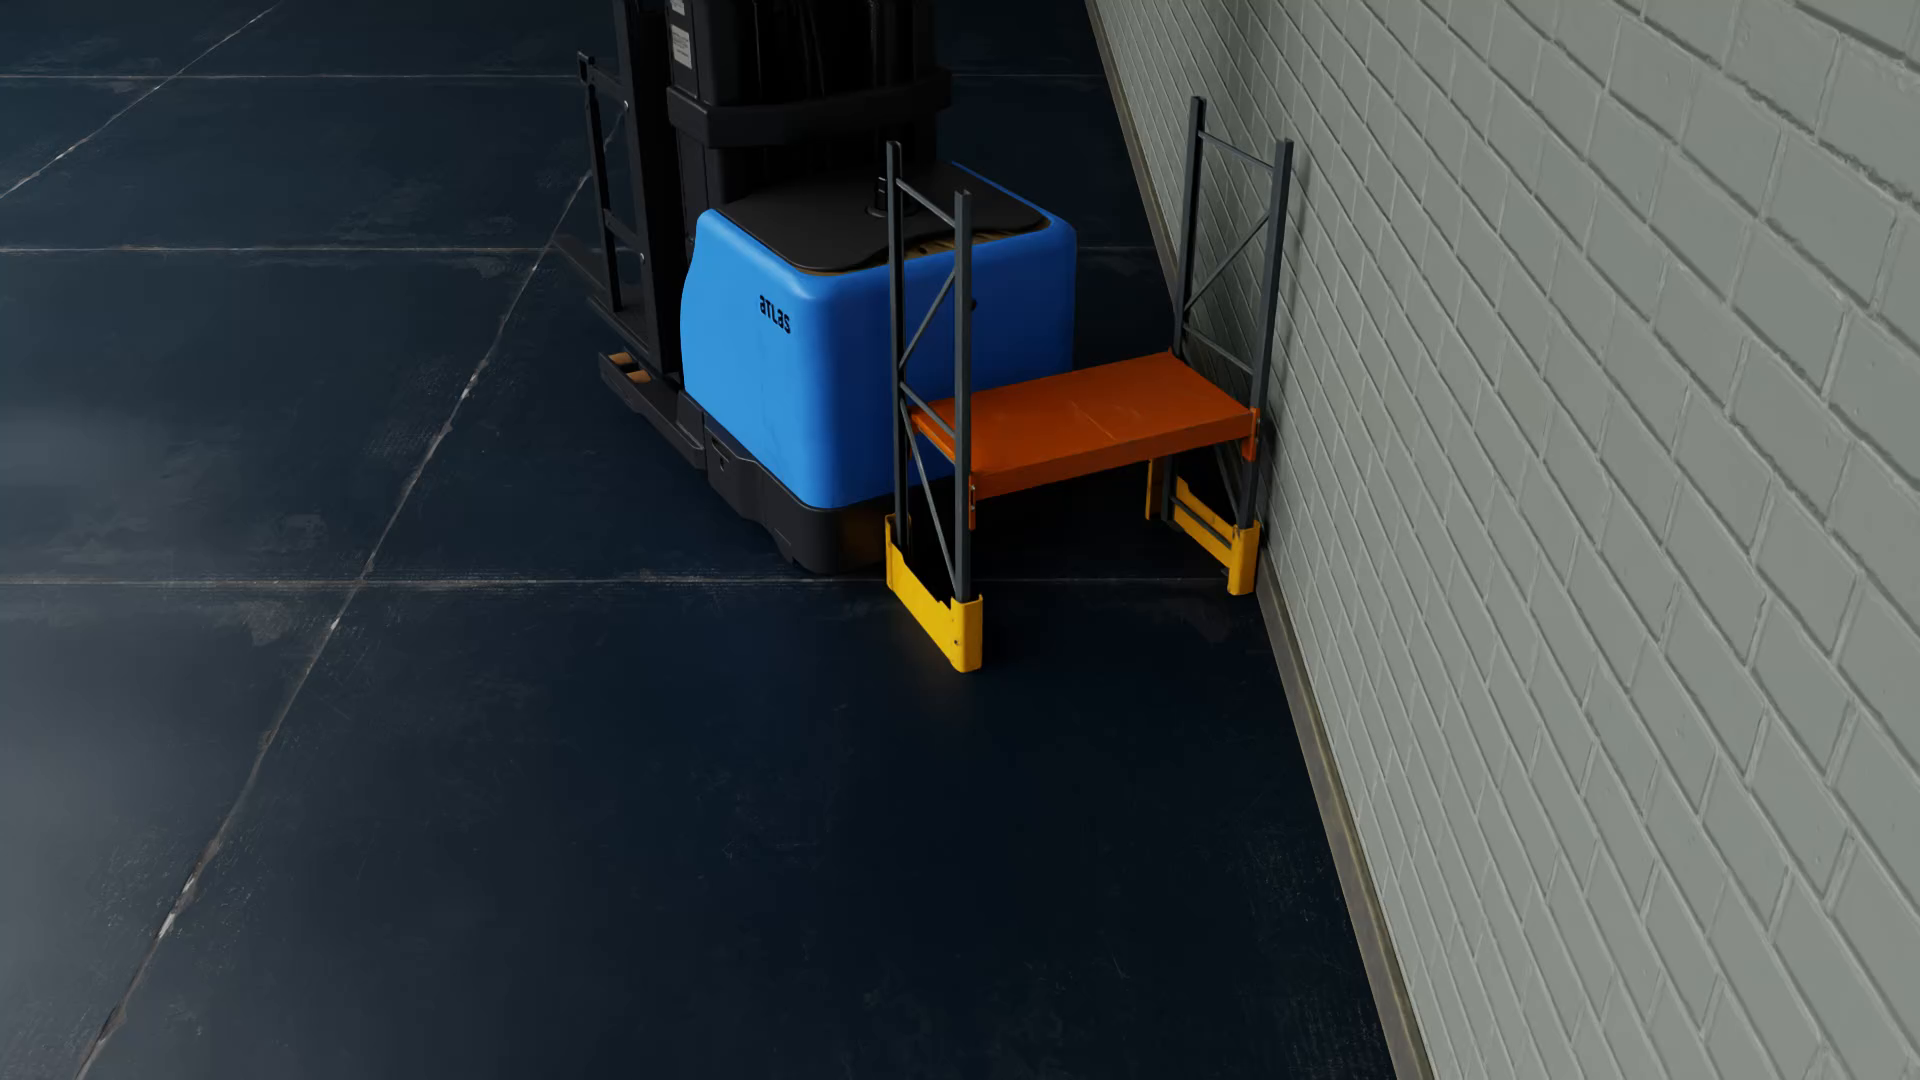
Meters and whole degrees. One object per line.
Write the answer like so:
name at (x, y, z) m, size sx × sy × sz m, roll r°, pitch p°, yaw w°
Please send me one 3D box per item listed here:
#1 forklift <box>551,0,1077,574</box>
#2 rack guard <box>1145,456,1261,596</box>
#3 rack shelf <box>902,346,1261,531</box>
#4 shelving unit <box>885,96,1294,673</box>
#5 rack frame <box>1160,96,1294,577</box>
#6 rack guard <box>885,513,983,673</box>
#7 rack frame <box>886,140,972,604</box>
forklift at (-0.798, -1.870, 6.007) m, size 1.130 × 2.935 × 3.031 m, roll -17°, pitch 35°, yaw -26°
rack guard at (0.811, -0.066, 5.617) m, size 0.087 × 0.250 × 0.587 m, roll -14°, pitch 34°, yaw -22°
rack shelf at (0.370, -0.337, 5.206) m, size 1.000 × 0.185 × 0.538 m, roll -14°, pitch 34°, yaw -22°
shelving unit at (0.361, -0.489, 5.110) m, size 1.083 × 1.500 × 0.587 m, roll -14°, pitch 34°, yaw -22°
rack frame at (0.828, -0.604, 5.300) m, size 0.032 × 1.500 × 0.500 m, roll -14°, pitch 34°, yaw -22°
rack guard at (-0.088, 0.157, 5.250) m, size 0.087 × 0.250 × 0.587 m, roll -14°, pitch 34°, yaw -22°
rack frame at (-0.089, -0.377, 4.926) m, size 0.032 × 1.500 × 0.500 m, roll -14°, pitch 34°, yaw -22°
